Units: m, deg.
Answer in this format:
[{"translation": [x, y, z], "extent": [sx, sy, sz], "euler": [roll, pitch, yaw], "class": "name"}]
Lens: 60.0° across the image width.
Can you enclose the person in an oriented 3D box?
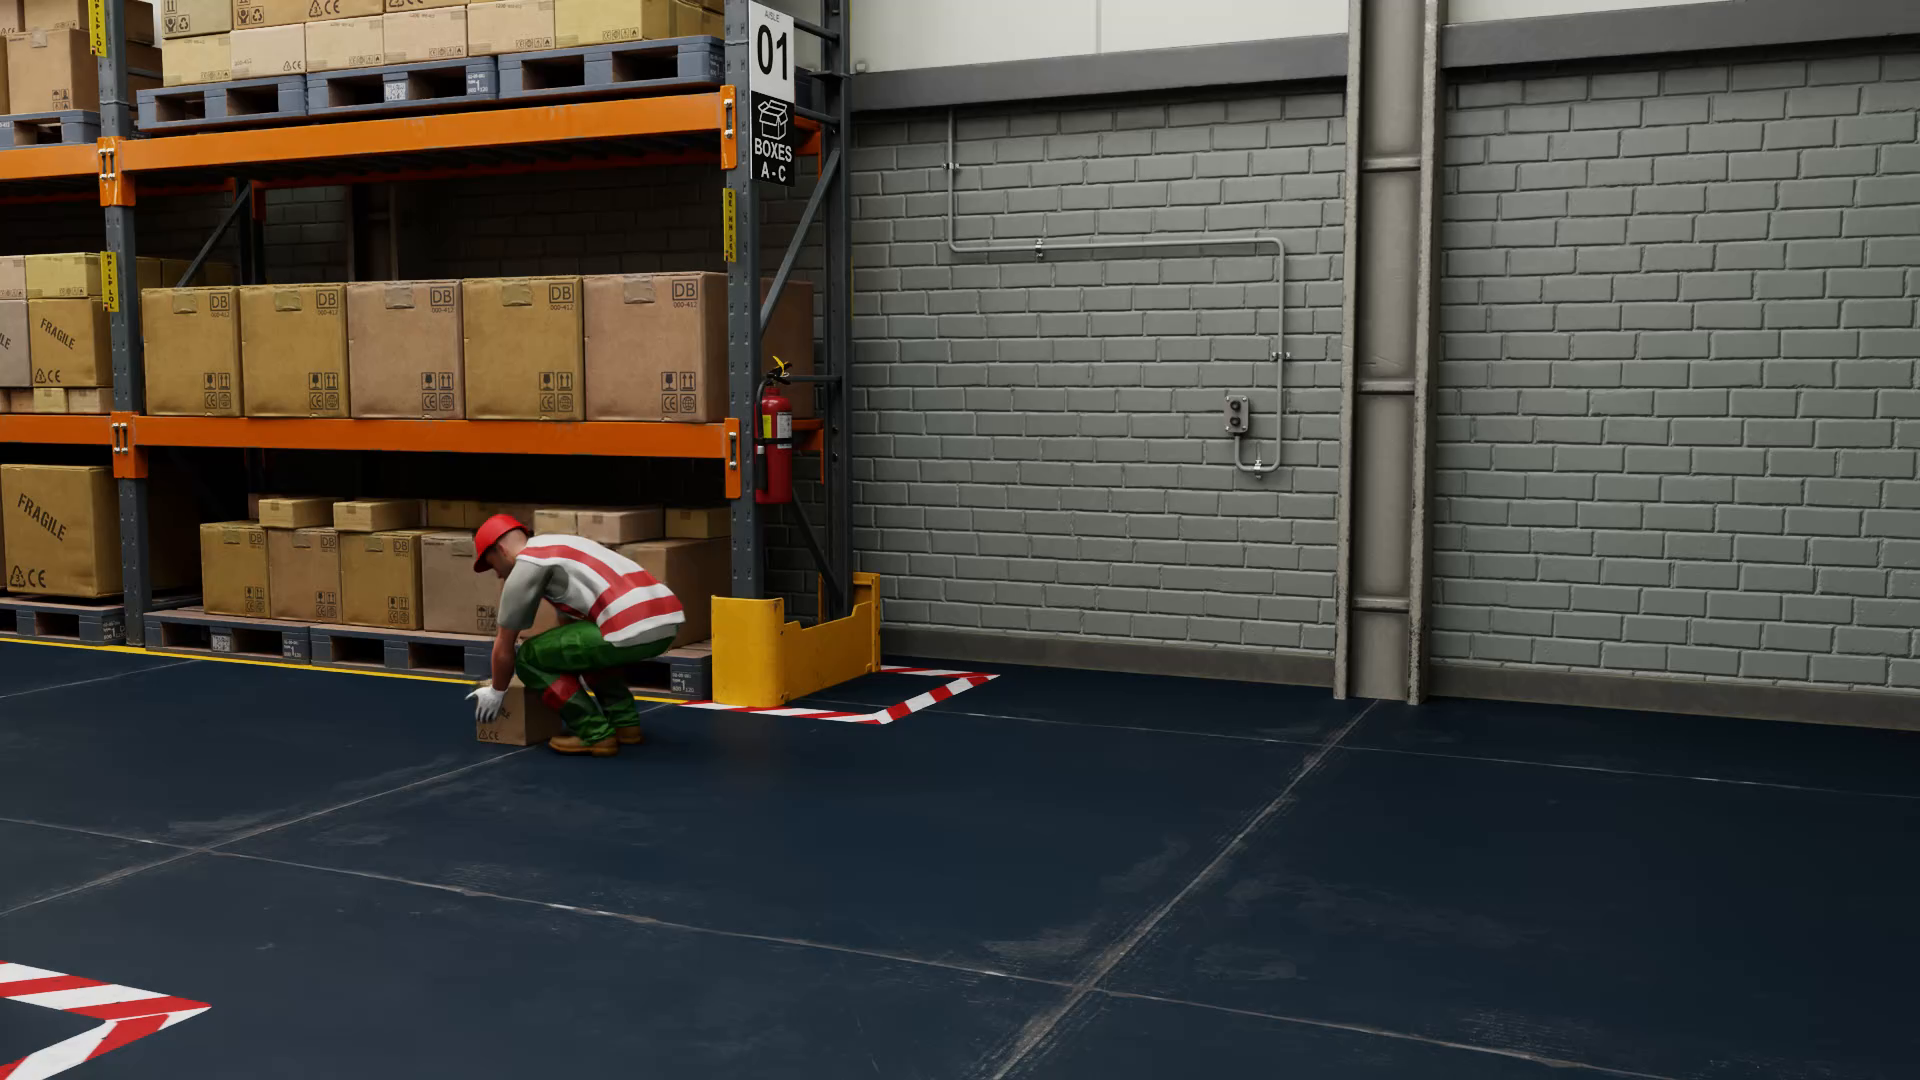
[{"translation": [-1.577, 0.378, 6.800], "extent": [0.881, 0.955, 0.566], "euler": [2, 6, 23], "class": "person"}]
